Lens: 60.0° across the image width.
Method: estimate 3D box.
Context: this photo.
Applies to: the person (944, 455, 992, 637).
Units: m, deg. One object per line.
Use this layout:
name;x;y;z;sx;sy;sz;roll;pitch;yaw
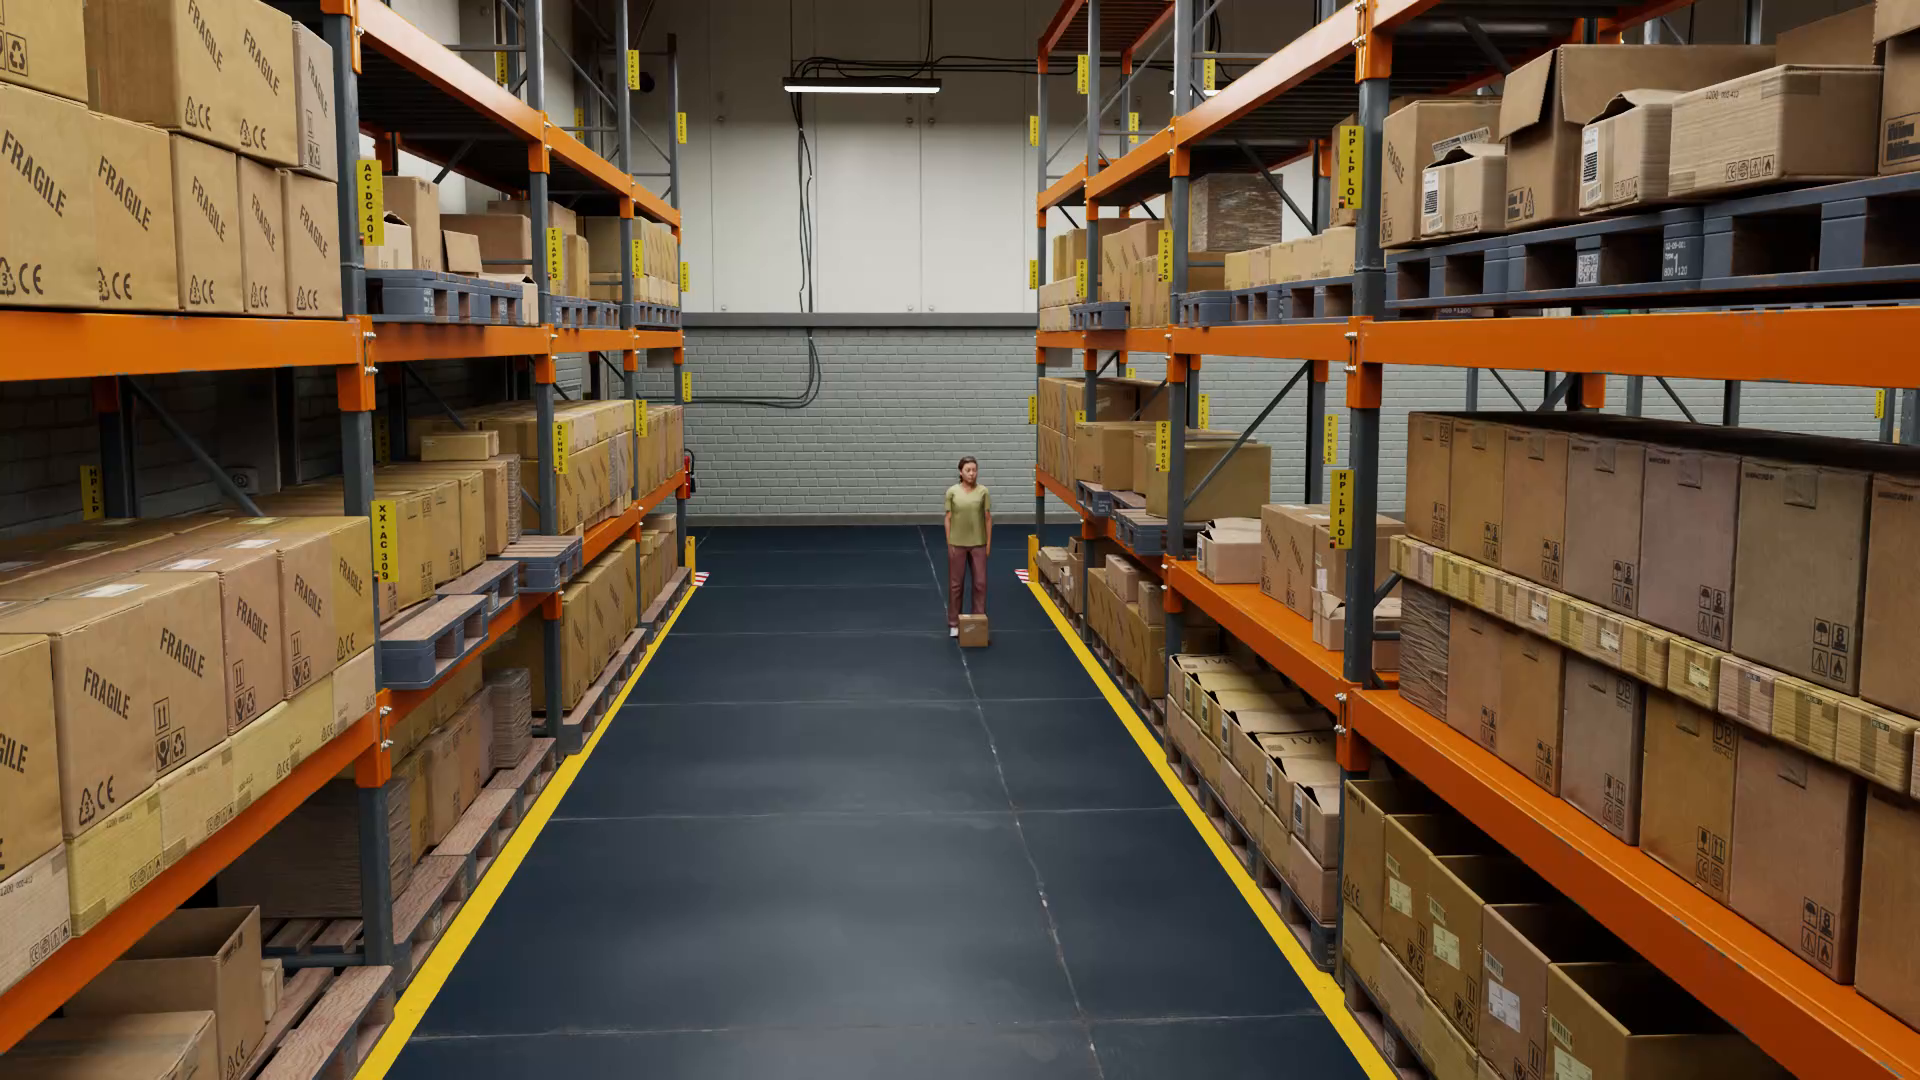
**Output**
person;0.079;0.054;15.343;0.442;1.670;0.364;-1;7;-6
